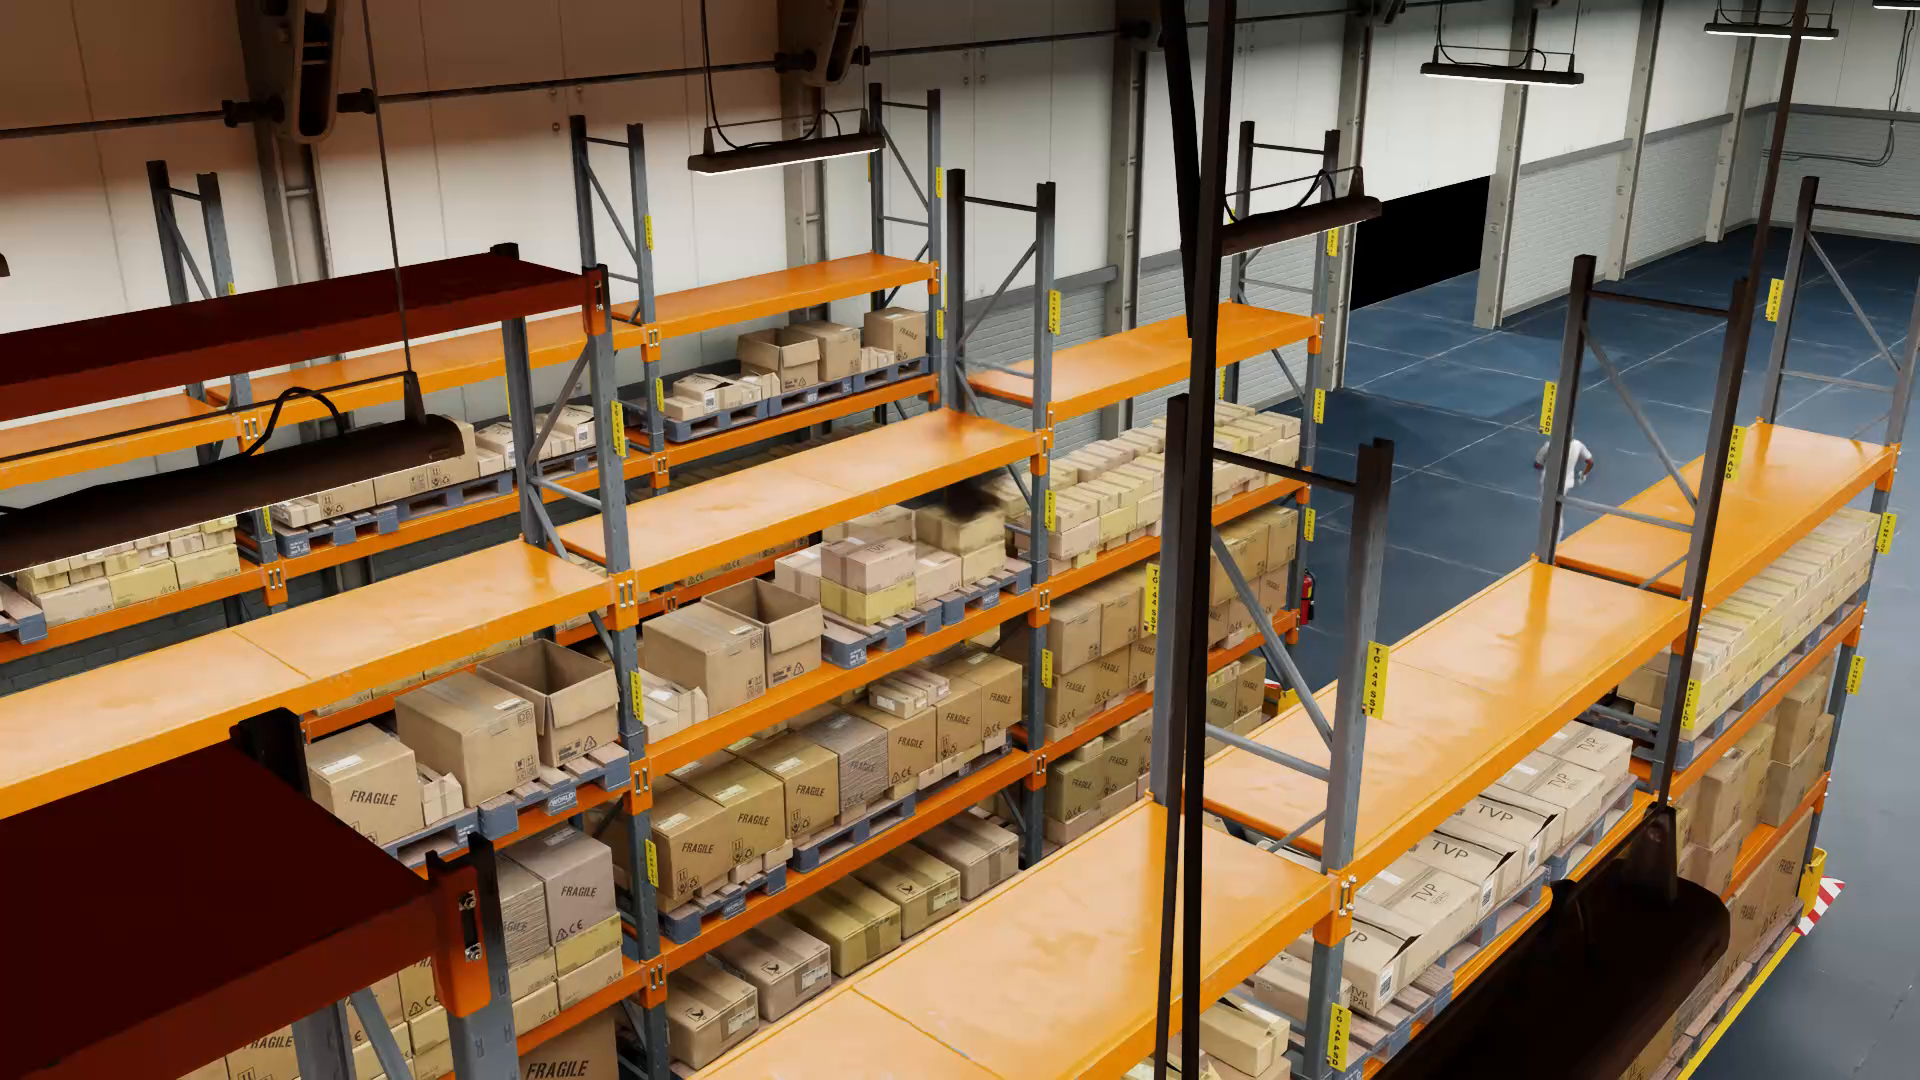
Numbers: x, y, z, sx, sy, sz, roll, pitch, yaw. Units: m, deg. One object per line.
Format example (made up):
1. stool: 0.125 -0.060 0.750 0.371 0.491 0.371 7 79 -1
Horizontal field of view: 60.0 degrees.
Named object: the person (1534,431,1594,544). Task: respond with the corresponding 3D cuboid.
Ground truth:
1. person: 7.664 -0.712 21.402 0.655 1.803 0.721 -4 22 -10
